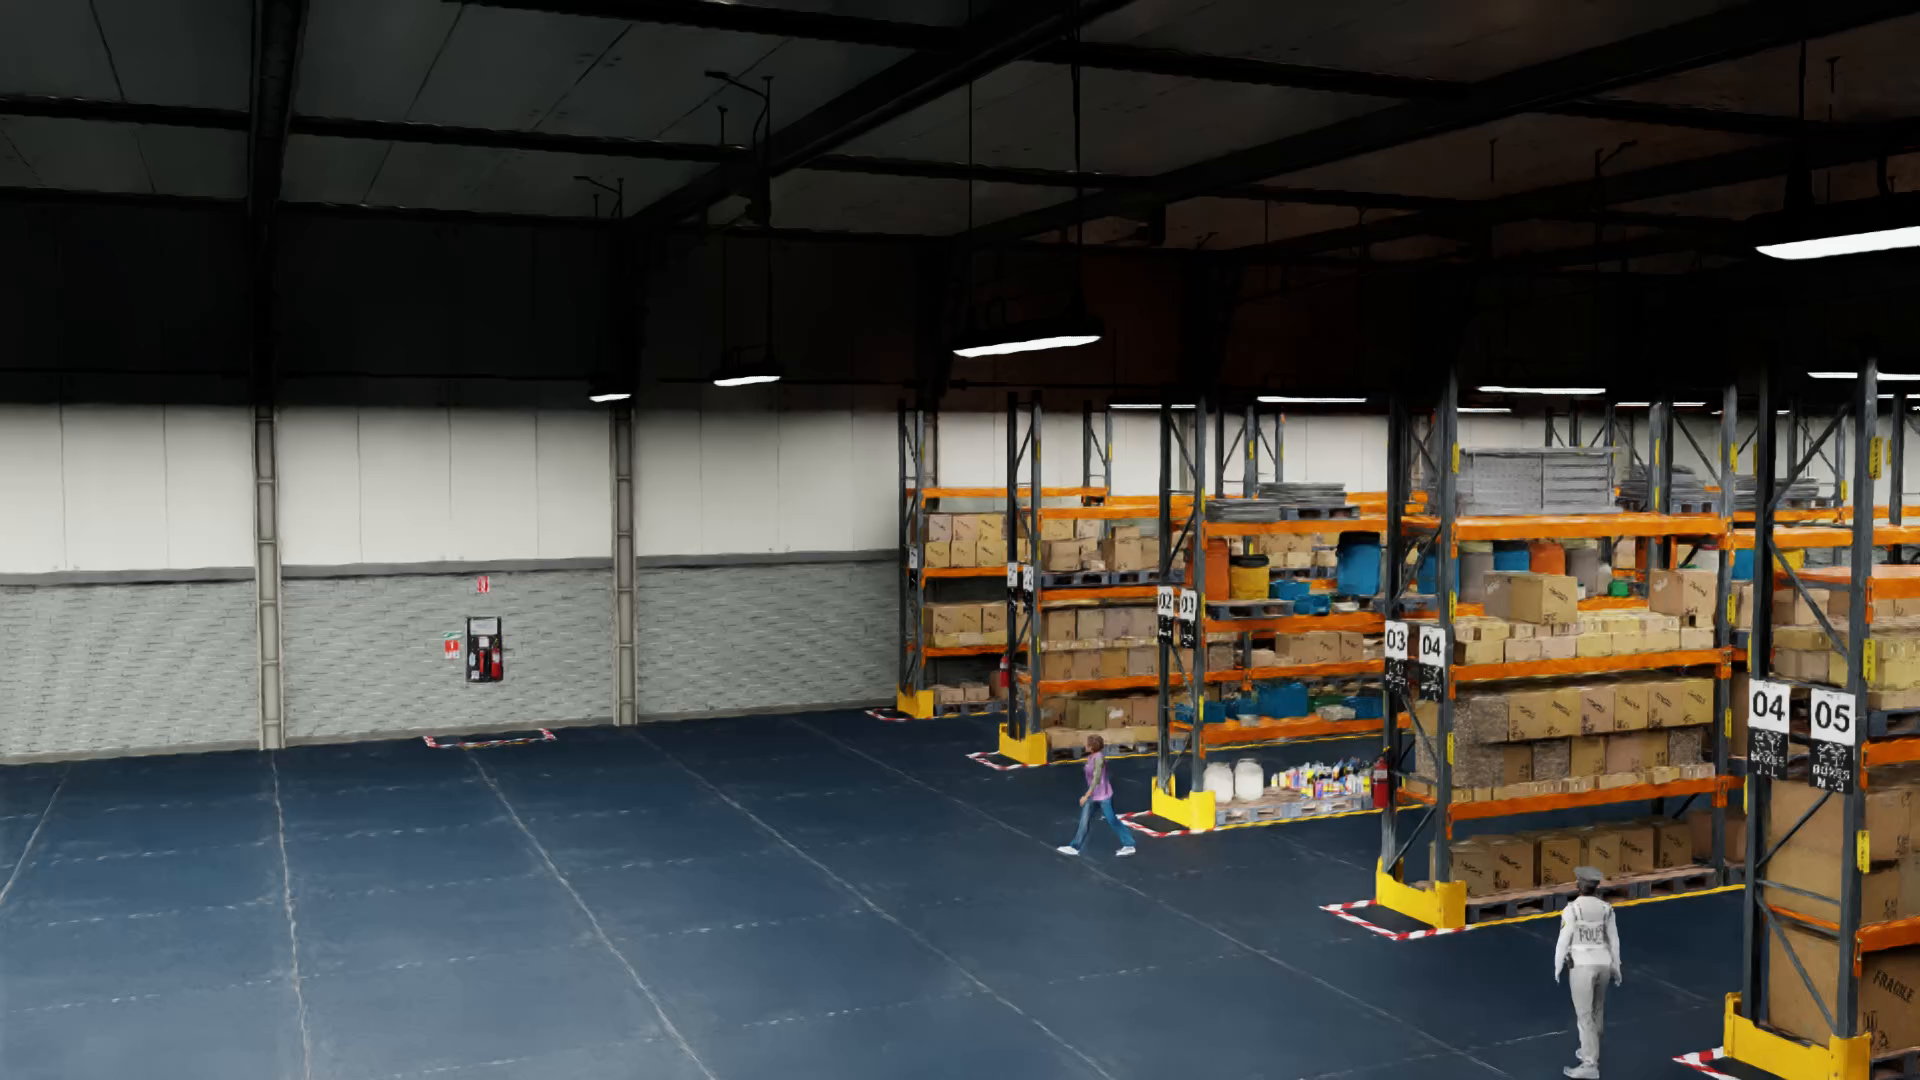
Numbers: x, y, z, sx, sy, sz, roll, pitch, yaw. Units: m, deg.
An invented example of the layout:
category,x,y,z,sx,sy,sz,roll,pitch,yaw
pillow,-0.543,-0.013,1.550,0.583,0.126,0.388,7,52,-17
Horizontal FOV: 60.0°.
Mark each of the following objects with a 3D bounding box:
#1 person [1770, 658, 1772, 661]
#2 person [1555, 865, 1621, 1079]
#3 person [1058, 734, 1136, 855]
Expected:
category,x,y,z,sx,sy,sz,roll,pitch,yaw
person,17.341,2.196,35.787,0.708,1.739,0.548,2,4,26
person,5.157,3.518,13.642,0.569,1.653,0.561,-1,4,-17
person,1.721,3.170,20.682,0.962,1.532,0.408,-1,3,-14
